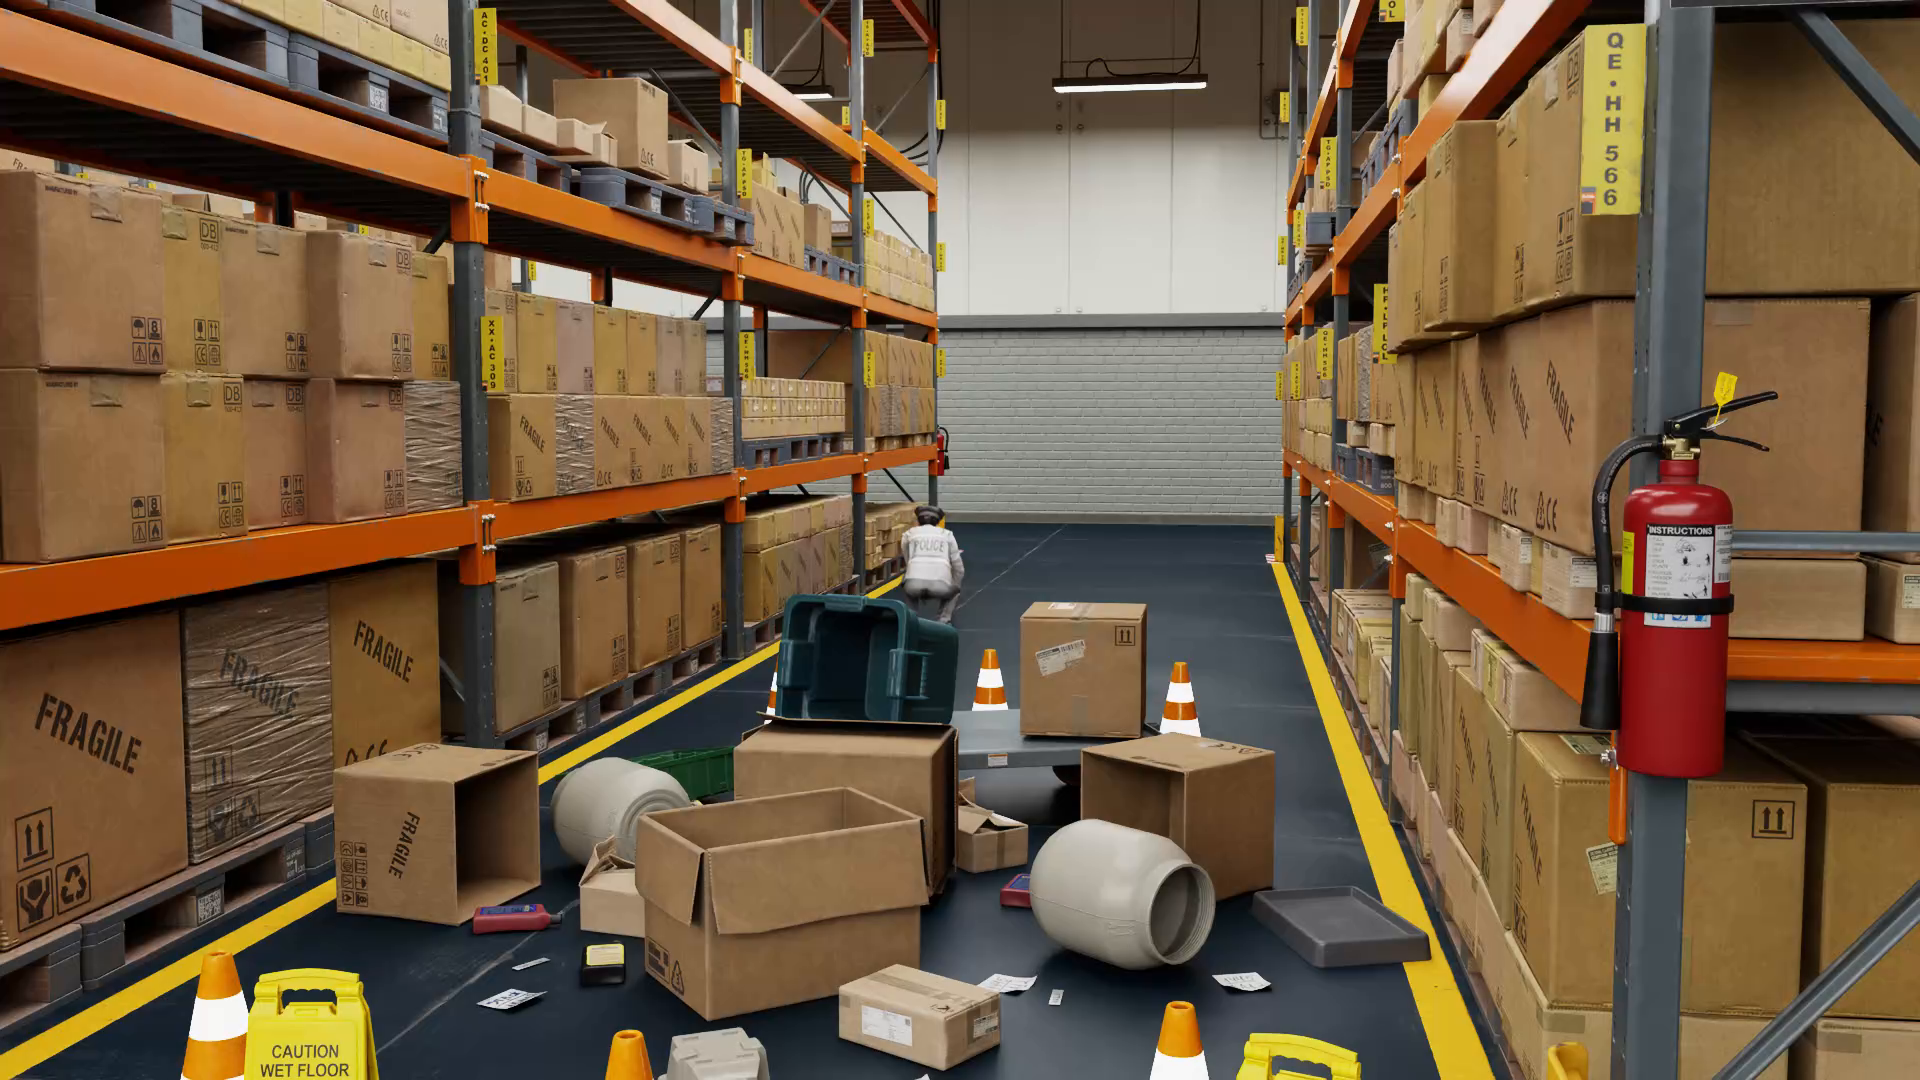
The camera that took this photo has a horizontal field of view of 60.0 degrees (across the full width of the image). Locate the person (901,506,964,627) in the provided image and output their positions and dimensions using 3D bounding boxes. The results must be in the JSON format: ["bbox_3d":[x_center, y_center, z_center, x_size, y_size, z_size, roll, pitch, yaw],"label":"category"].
[{"bbox_3d":[-0.228,0.223,13.080,0.491,0.969,0.828,1,5,8],"label":"person"}]
